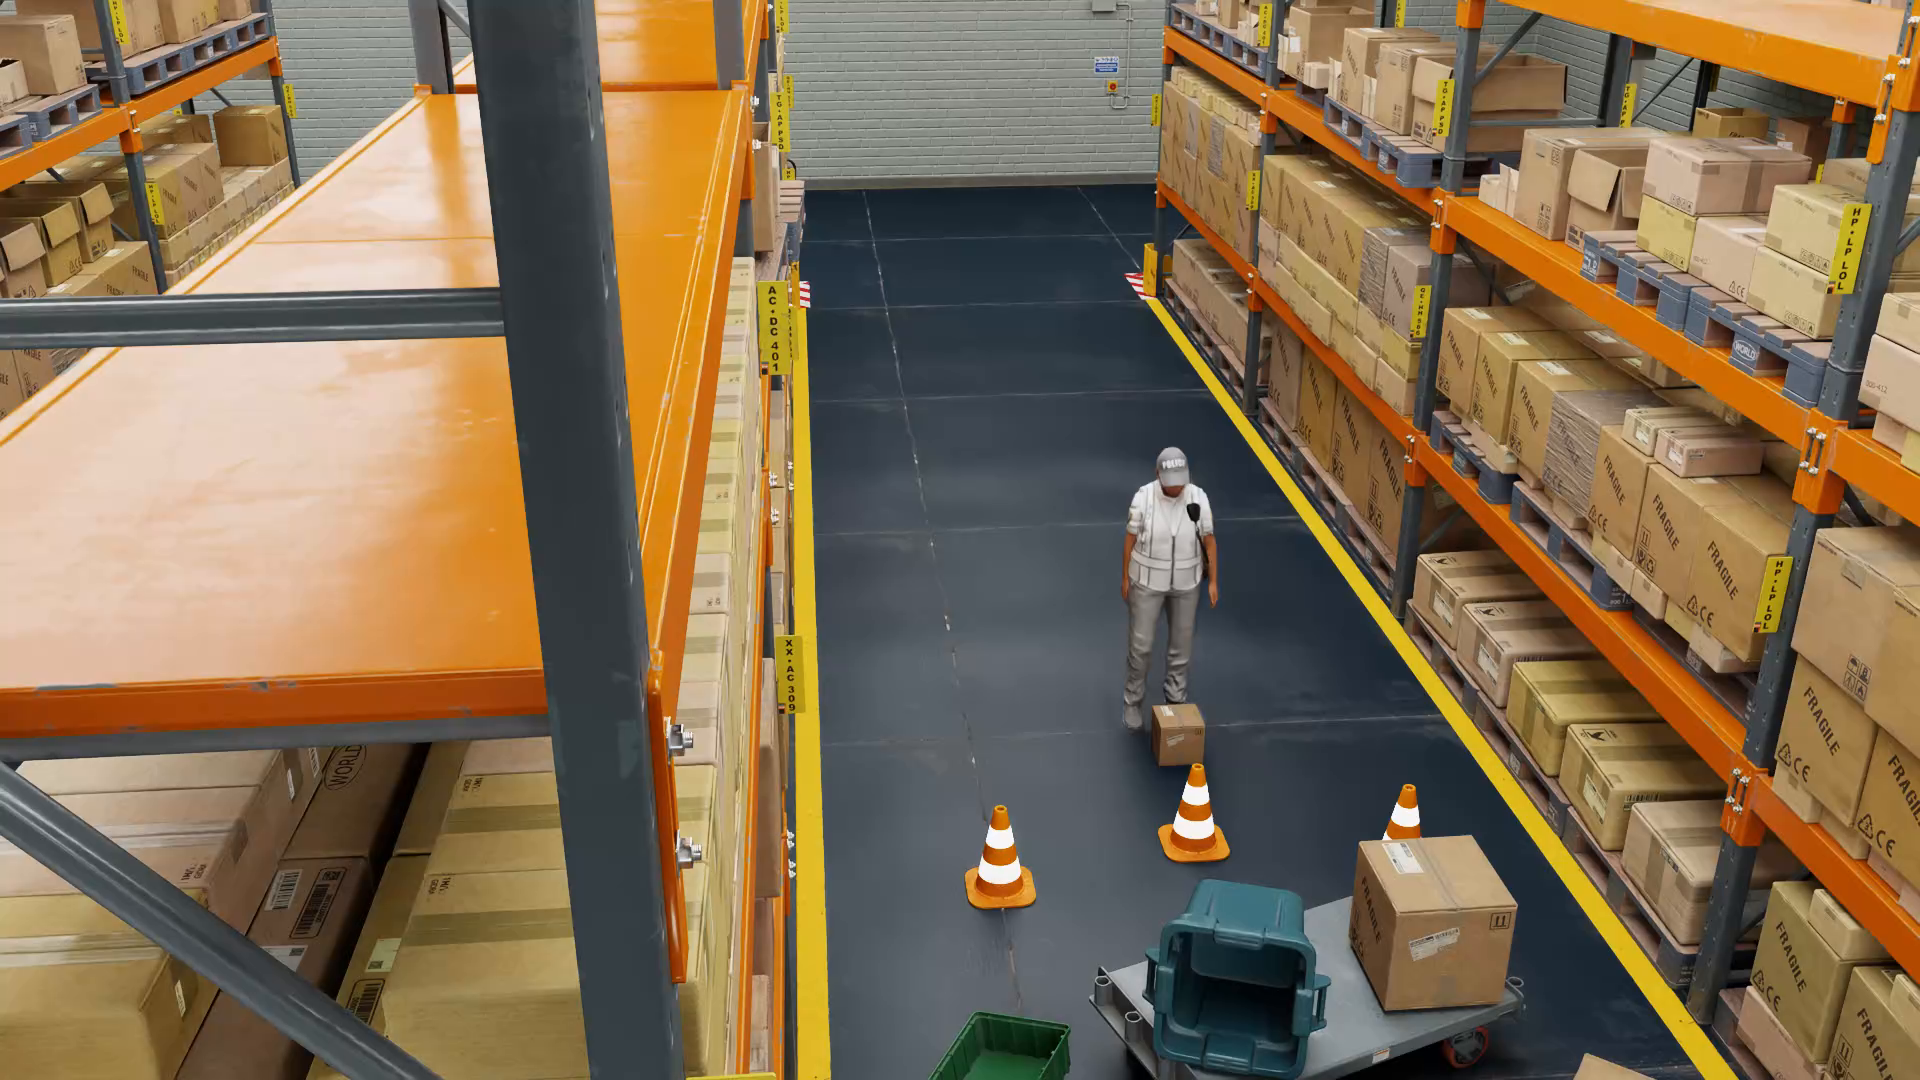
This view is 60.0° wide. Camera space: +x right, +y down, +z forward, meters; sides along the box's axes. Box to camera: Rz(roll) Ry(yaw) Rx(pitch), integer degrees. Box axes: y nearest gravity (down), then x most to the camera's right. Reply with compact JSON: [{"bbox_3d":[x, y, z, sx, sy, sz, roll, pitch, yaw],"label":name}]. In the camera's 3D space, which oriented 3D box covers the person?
[{"bbox_3d":[1.205,0.265,9.514,0.534,1.701,0.395,-2,24,-4],"label":"person"}]
